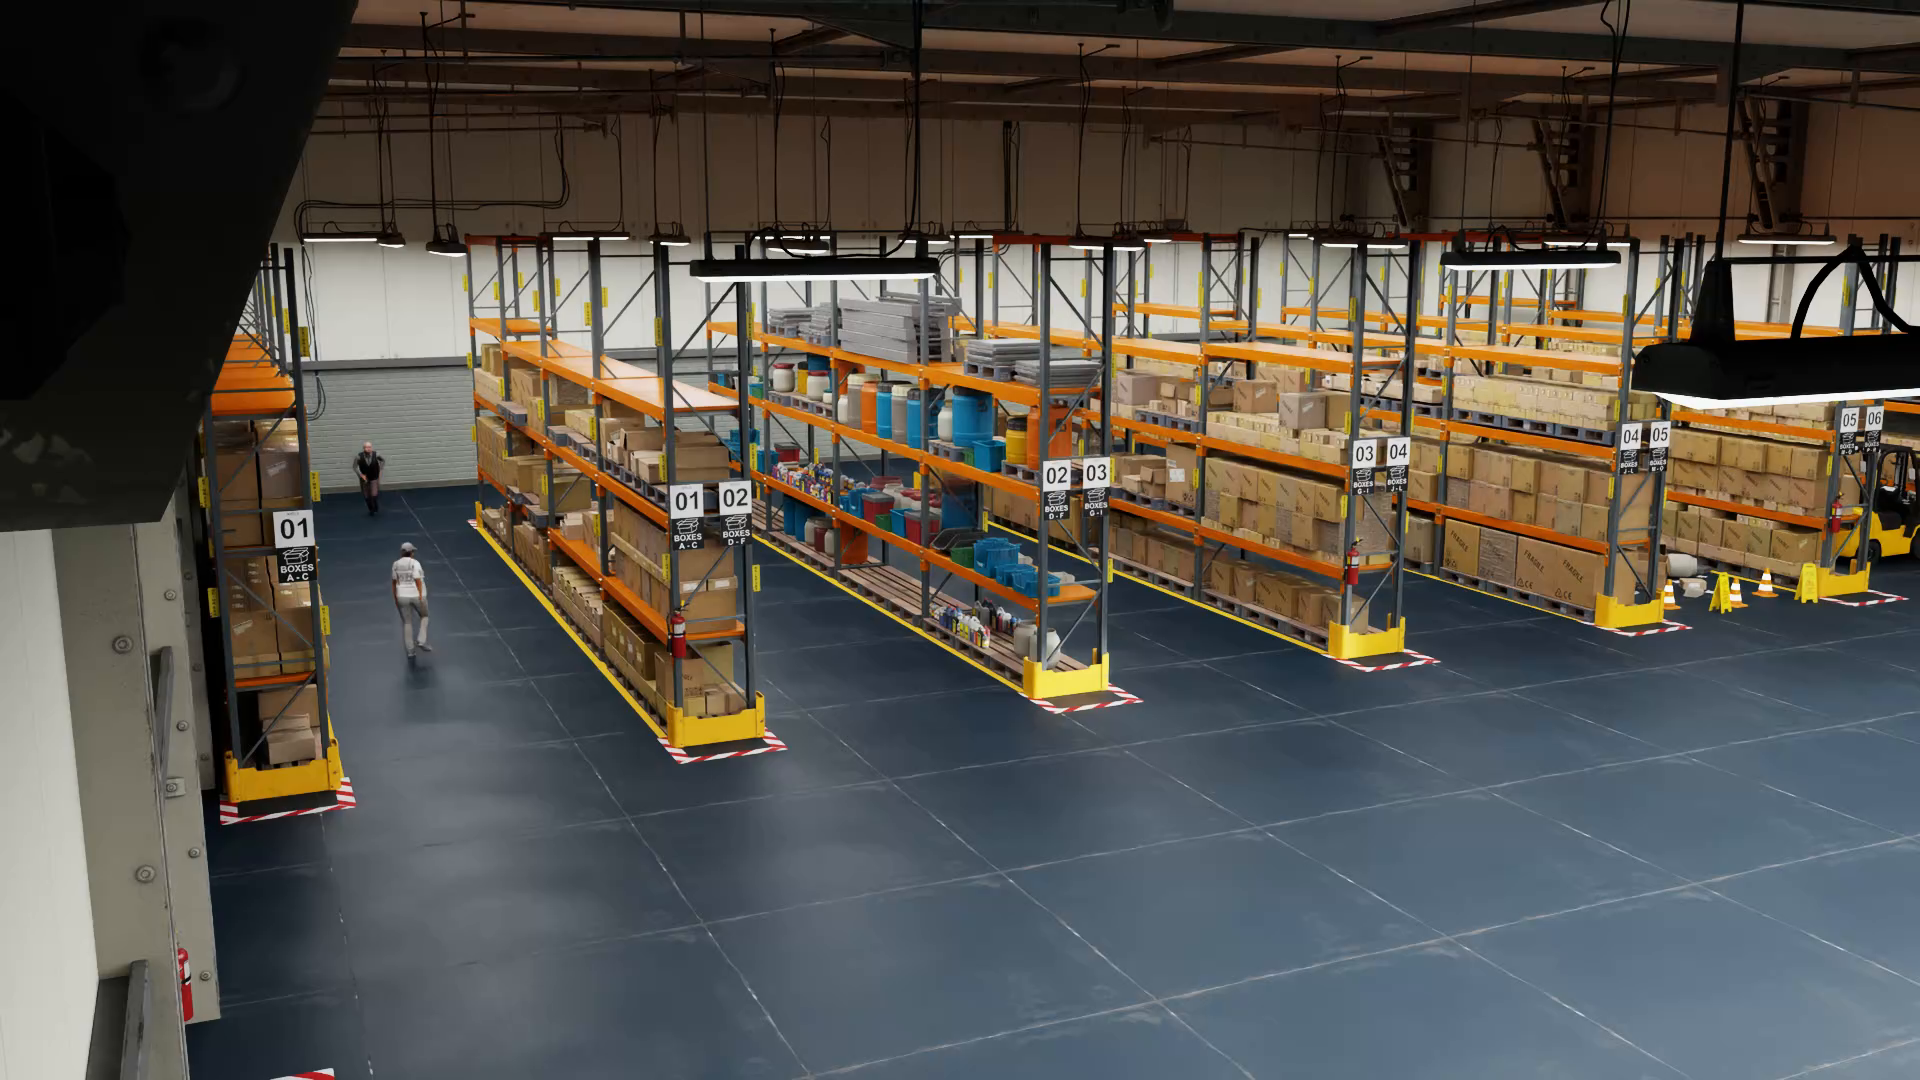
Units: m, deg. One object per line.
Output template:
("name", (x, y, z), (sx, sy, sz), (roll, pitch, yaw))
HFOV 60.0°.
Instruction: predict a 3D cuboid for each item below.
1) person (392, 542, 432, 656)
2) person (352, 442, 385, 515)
("person", (-8.027, 0.862, 24.292), (0.513, 1.646, 0.533), (-2, 11, -9))
("person", (-12.645, -1.315, 35.638), (0.647, 1.626, 0.720), (-3, 11, -13))
